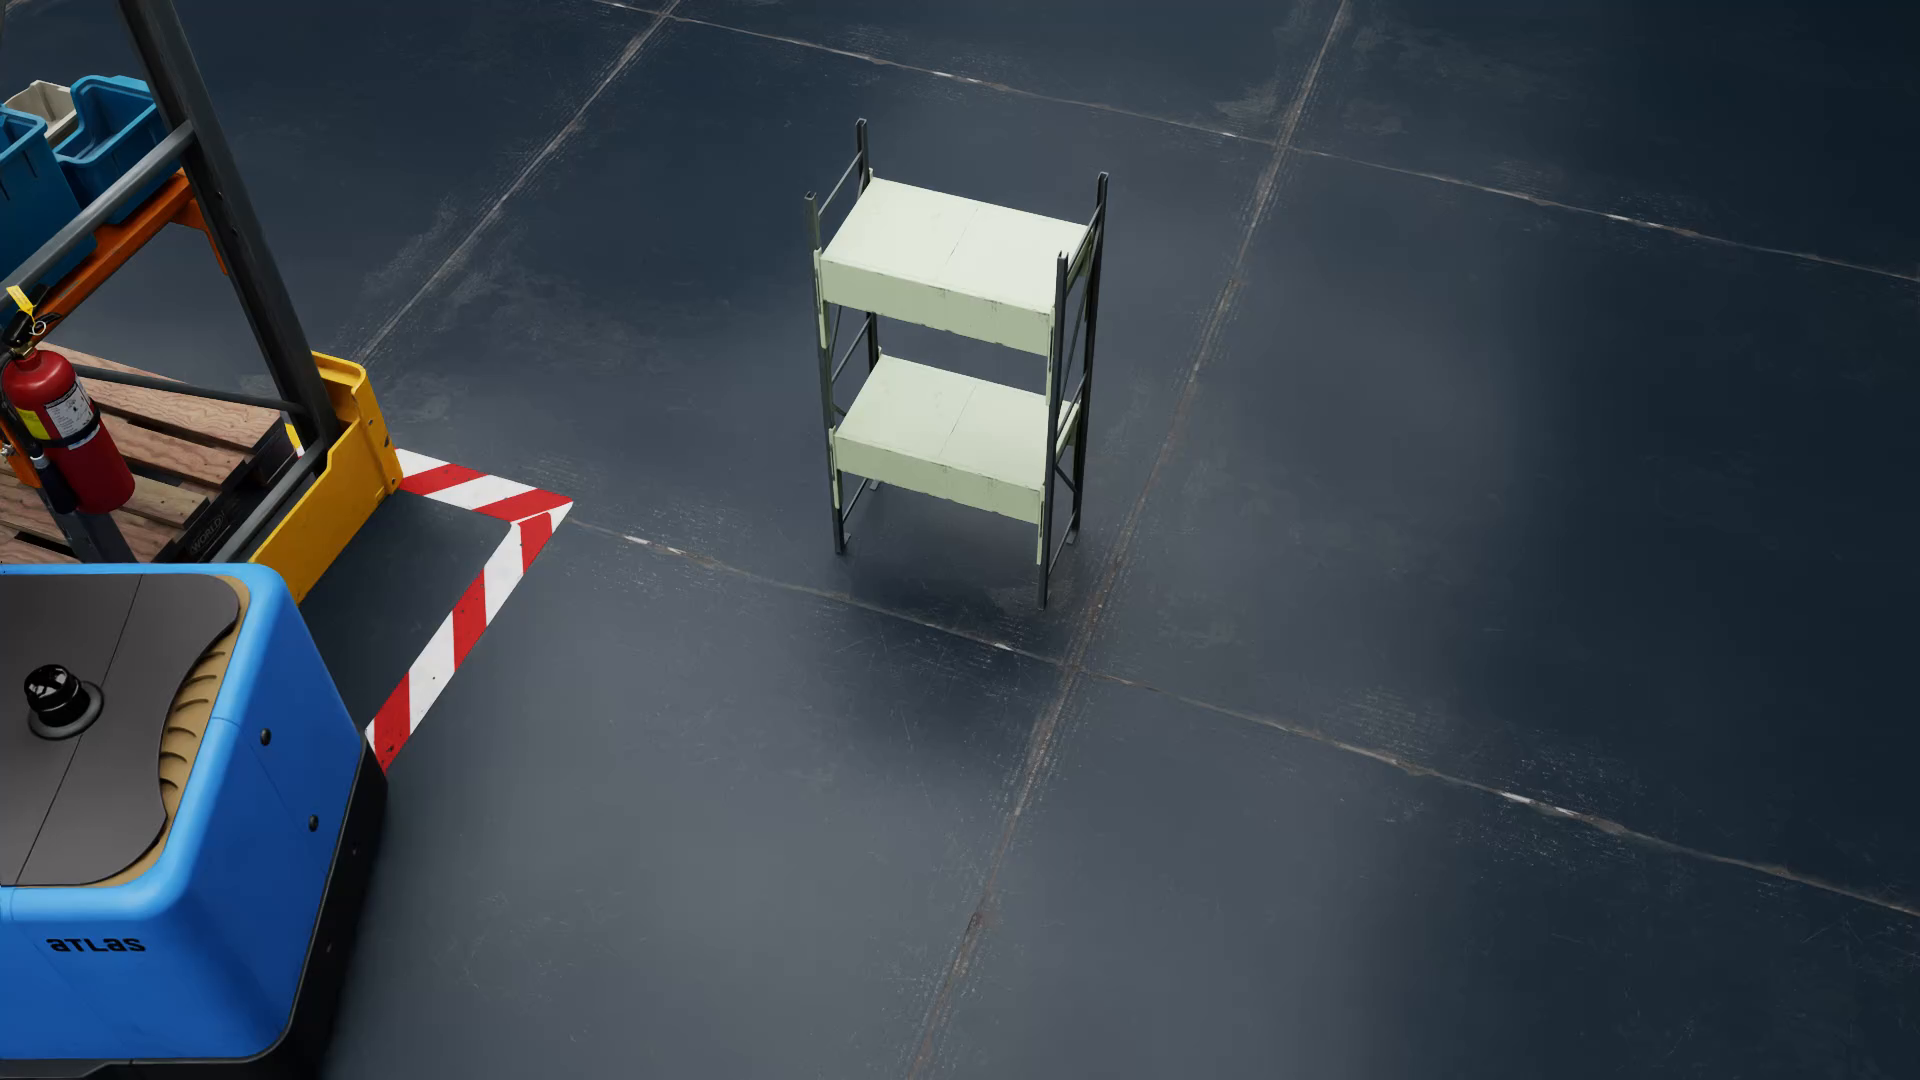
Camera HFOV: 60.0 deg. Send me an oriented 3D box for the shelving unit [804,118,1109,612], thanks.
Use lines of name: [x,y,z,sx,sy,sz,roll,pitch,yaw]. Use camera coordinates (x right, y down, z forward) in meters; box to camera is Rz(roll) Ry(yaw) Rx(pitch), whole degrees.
shelving unit: [-0.006,-0.493,5.185,0.755,1.500,0.431,16,51,13]

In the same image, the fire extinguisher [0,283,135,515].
fire extinguisher: [-2.377,-0.350,4.366,0.183,0.674,0.296,16,51,13]

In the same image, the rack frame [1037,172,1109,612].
rack frame: [0.337,-0.397,5.102,0.023,1.500,0.400,16,51,13]

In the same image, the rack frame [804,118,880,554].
rack frame: [-0.350,-0.589,5.268,0.023,1.500,0.400,16,51,13]

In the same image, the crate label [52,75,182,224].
crate label: [-2.479,-1.122,4.808,0.303,0.233,0.416,16,51,13]

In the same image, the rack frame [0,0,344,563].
rack frame: [-2.361,-0.859,4.509,0.127,3.000,1.000,16,51,13]

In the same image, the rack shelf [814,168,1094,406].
rack shelf: [-0.006,-0.749,4.890,0.720,0.370,0.431,16,51,13]

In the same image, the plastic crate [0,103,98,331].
plastic crate: [-2.740,-0.845,4.435,0.499,0.435,0.616,16,51,13]

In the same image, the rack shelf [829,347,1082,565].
rack shelf: [-0.006,-0.279,5.431,0.720,0.370,0.431,16,51,13]

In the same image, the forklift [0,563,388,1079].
forklift: [-3.231,0.174,3.660,3.031,2.935,1.130,0,49,0]

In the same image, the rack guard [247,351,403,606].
rack guard: [-2.334,-0.043,5.457,0.348,0.500,1.175,16,51,13]

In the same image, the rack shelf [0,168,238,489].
rack shelf: [-4.238,-1.147,5.235,4.000,0.370,1.077,16,51,13]

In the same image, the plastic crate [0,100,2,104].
plastic crate: [-3.096,-1.294,4.958,0.300,0.233,0.416,16,51,13]

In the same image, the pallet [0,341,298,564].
pallet: [-3.122,-0.189,5.774,1.213,0.211,1.003,16,51,13]

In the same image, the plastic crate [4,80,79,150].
plastic crate: [-2.751,-1.233,4.968,0.298,0.136,0.250,16,51,13]
